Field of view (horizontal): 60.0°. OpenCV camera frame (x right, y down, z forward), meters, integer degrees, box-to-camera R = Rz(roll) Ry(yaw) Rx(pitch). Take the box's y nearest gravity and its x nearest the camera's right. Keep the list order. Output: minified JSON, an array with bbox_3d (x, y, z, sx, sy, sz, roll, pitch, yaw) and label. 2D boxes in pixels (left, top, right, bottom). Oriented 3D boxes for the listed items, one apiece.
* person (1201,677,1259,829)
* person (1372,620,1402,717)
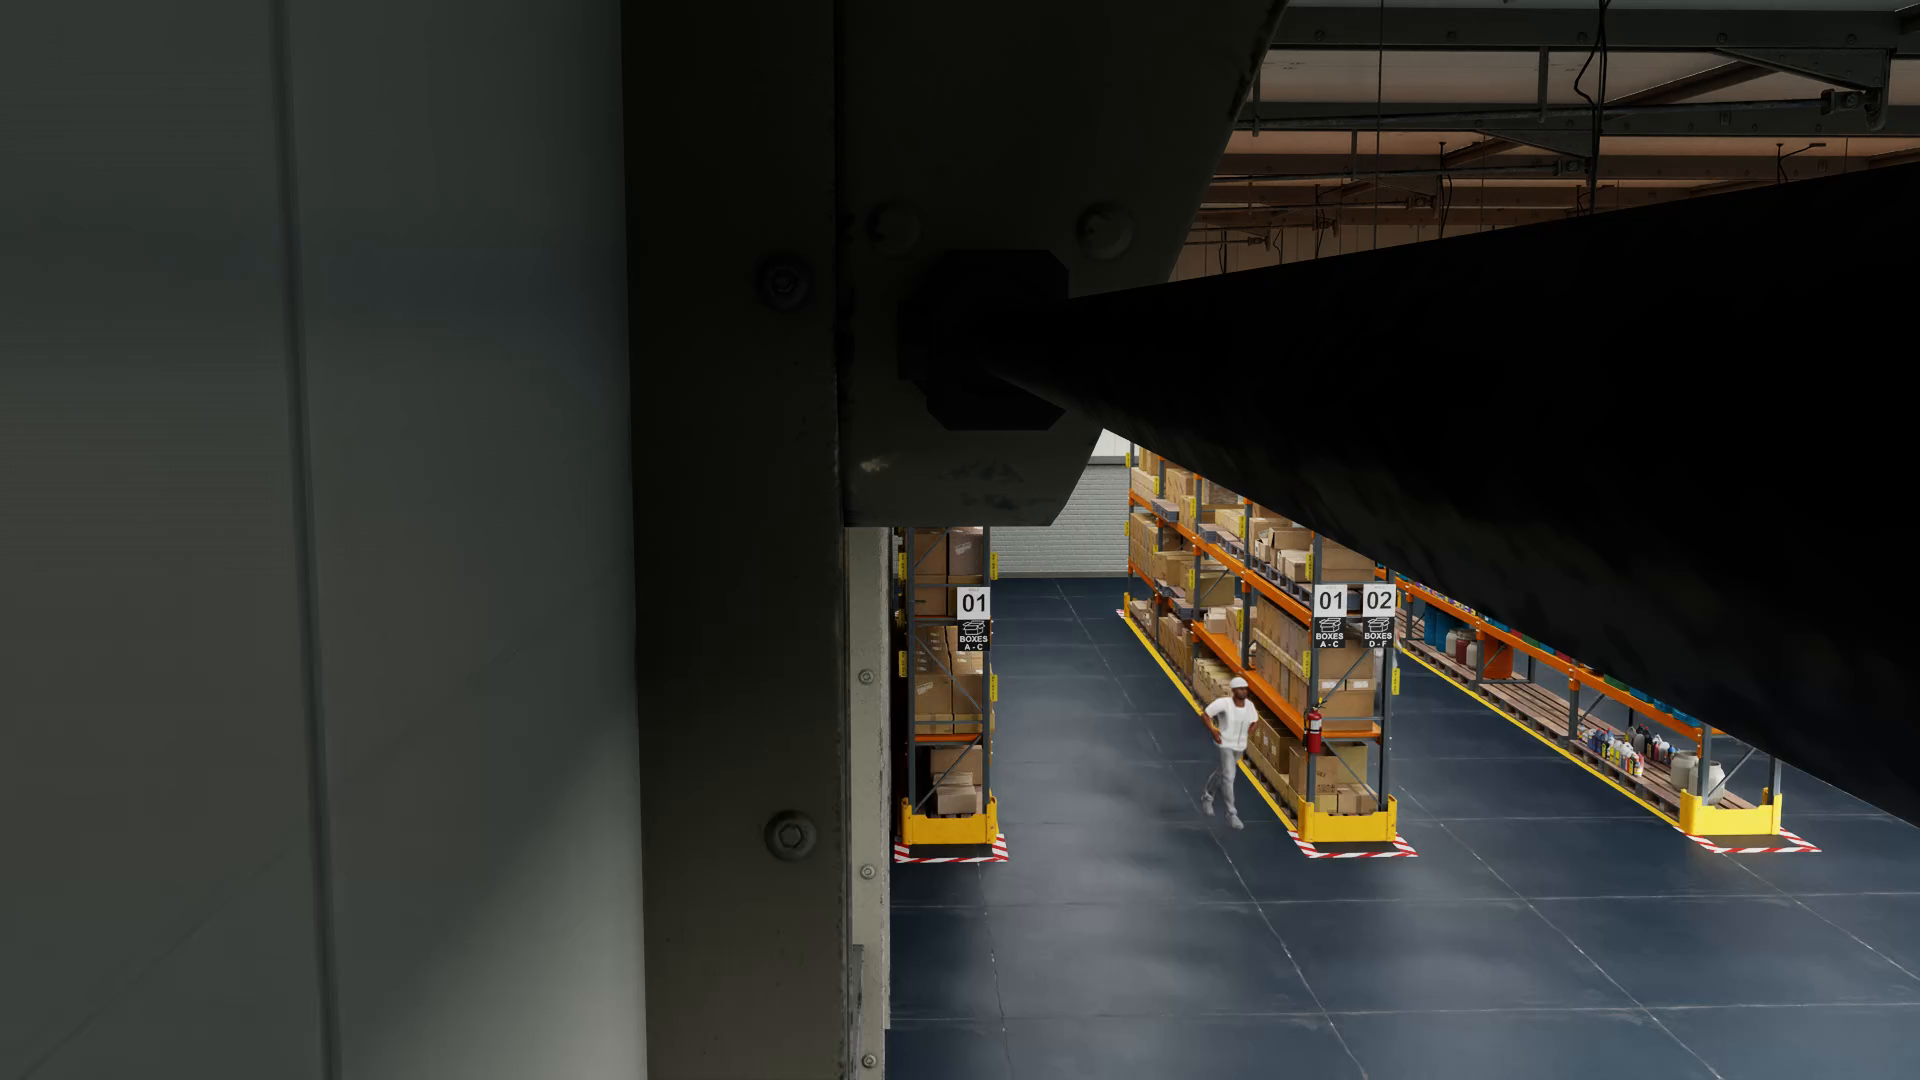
[{"bbox_3d":[3.373,2.575,20.547,0.722,1.806,0.880,-4,8,-29],"label":"person"},{"bbox_3d":[6.987,1.949,27.469,0.692,1.831,0.944,-1,7,-9],"label":"person"}]
